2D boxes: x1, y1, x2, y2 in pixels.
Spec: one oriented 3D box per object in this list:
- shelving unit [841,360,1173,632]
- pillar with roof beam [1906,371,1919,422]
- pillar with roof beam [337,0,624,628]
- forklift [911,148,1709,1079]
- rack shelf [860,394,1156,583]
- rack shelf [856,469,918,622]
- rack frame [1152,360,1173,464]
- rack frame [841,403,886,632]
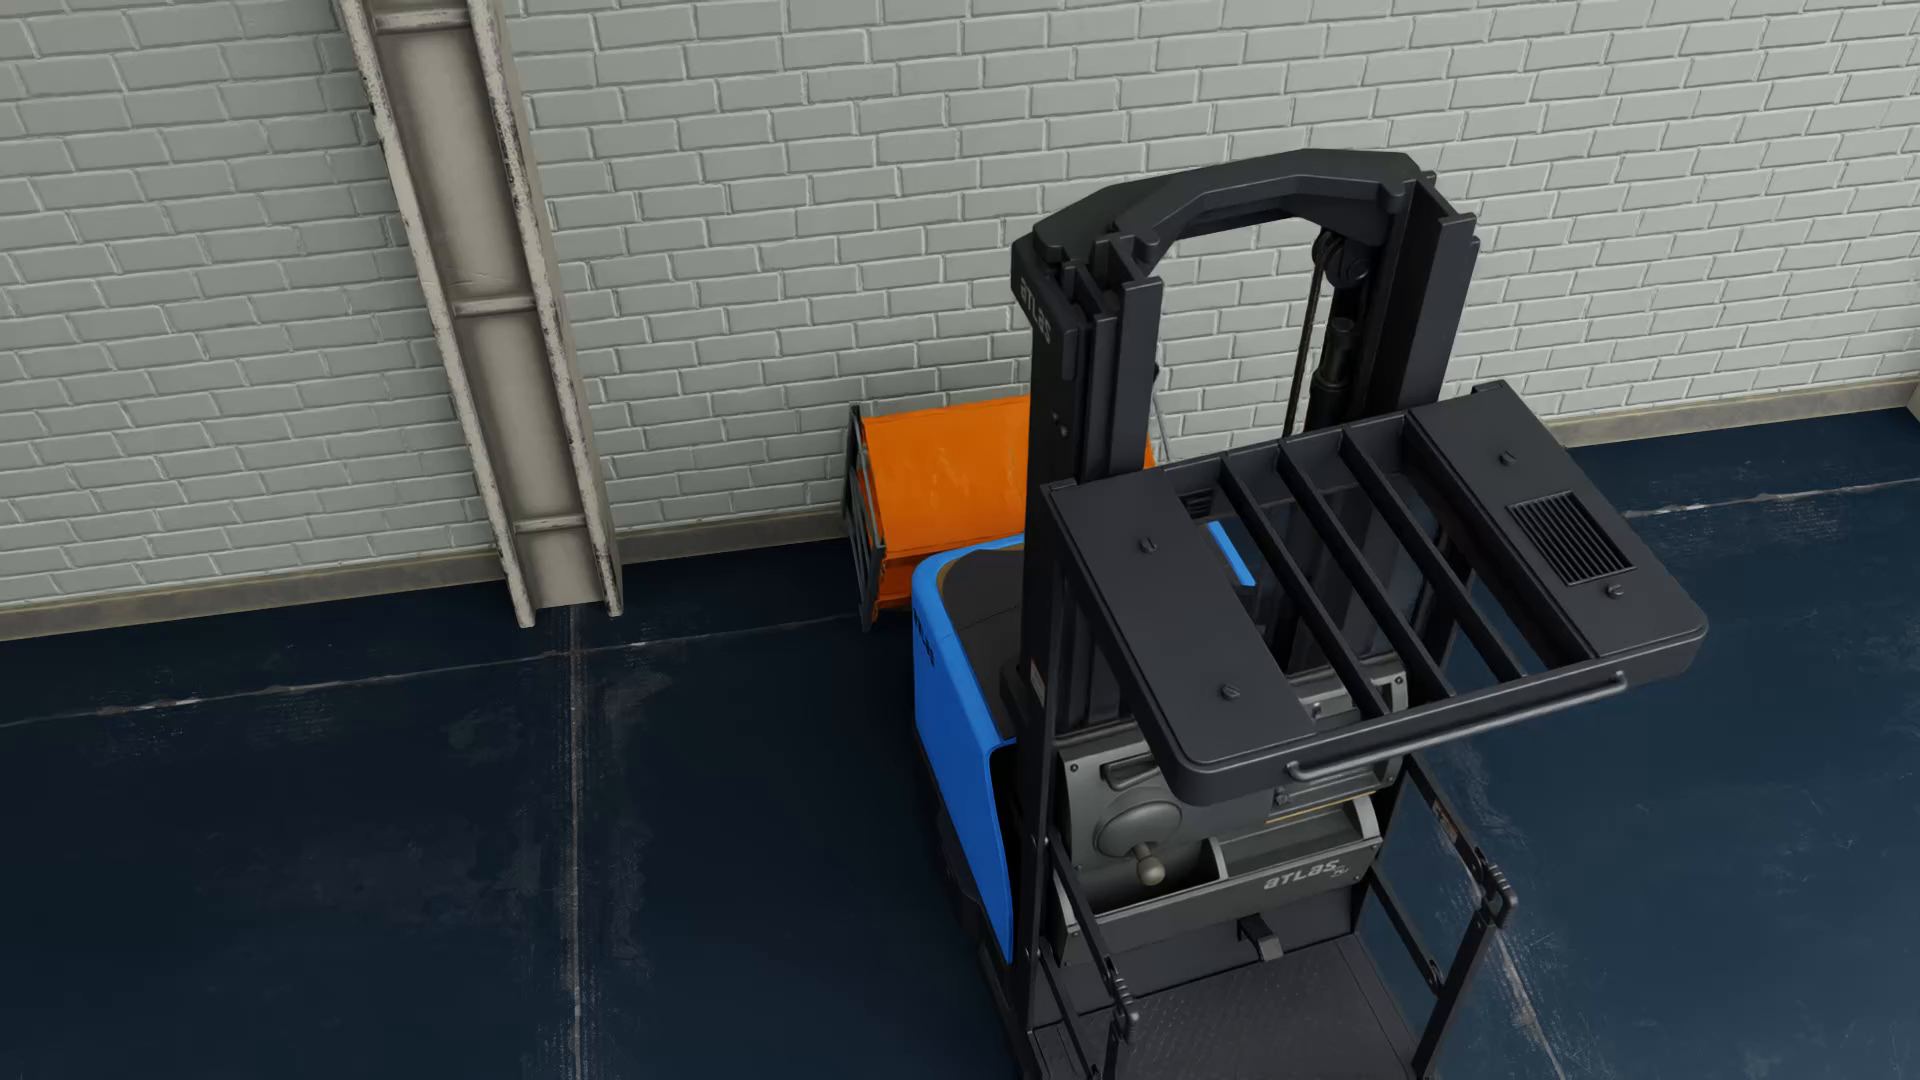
[{"bbox_3d":[0.147,-0.125,5.987,1.048,1.125,0.538,-9,74,-8],"label":"shelving unit"},{"bbox_3d":[5.114,-0.598,1.077,0.400,9.000,9.100,-7,46,-7],"label":"pillar with roof beam"},{"bbox_3d":[-0.798,0.139,0.367,0.400,9.000,9.100,-7,46,-7],"label":"pillar with roof beam"},{"bbox_3d":[0.771,0.689,4.051,1.130,2.935,3.031,-13,48,-12],"label":"forklift"},{"bbox_3d":[0.174,-0.211,5.708,1.000,0.278,0.538,-9,74,-8],"label":"rack shelf"},{"bbox_3d":[0.124,-0.054,6.219,1.000,0.278,0.538,-9,74,-8],"label":"rack shelf"},{"bbox_3d":[0.644,-0.203,6.059,0.032,1.125,0.500,-9,74,-8],"label":"rack frame"},{"bbox_3d":[-0.350,-0.048,5.914,0.032,1.125,0.500,-9,74,-8],"label":"rack frame"}]
